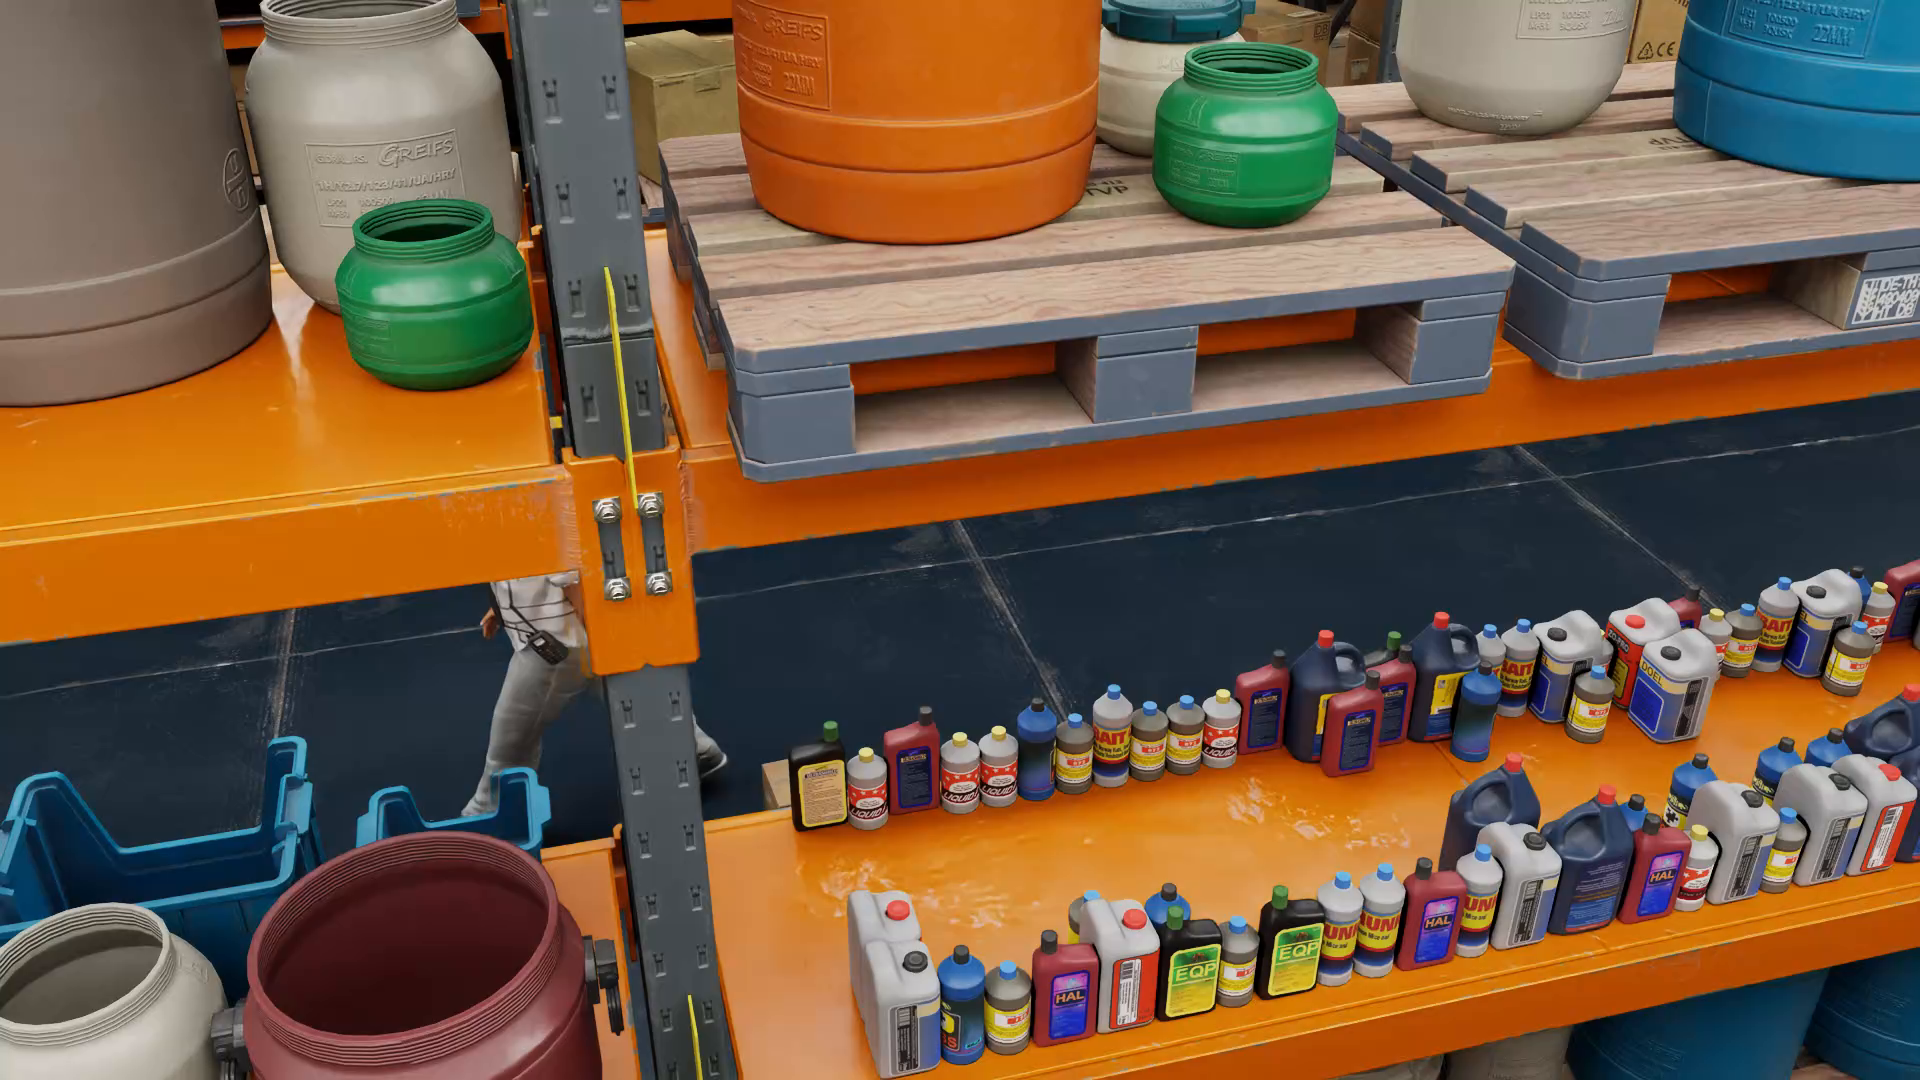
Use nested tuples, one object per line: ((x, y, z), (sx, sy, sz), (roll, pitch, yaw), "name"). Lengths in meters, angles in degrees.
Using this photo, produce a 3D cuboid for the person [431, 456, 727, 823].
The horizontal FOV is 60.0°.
((-1.380, 0.289, 5.649), (1.075, 1.589, 0.513), (-4, 31, -7), "person")
